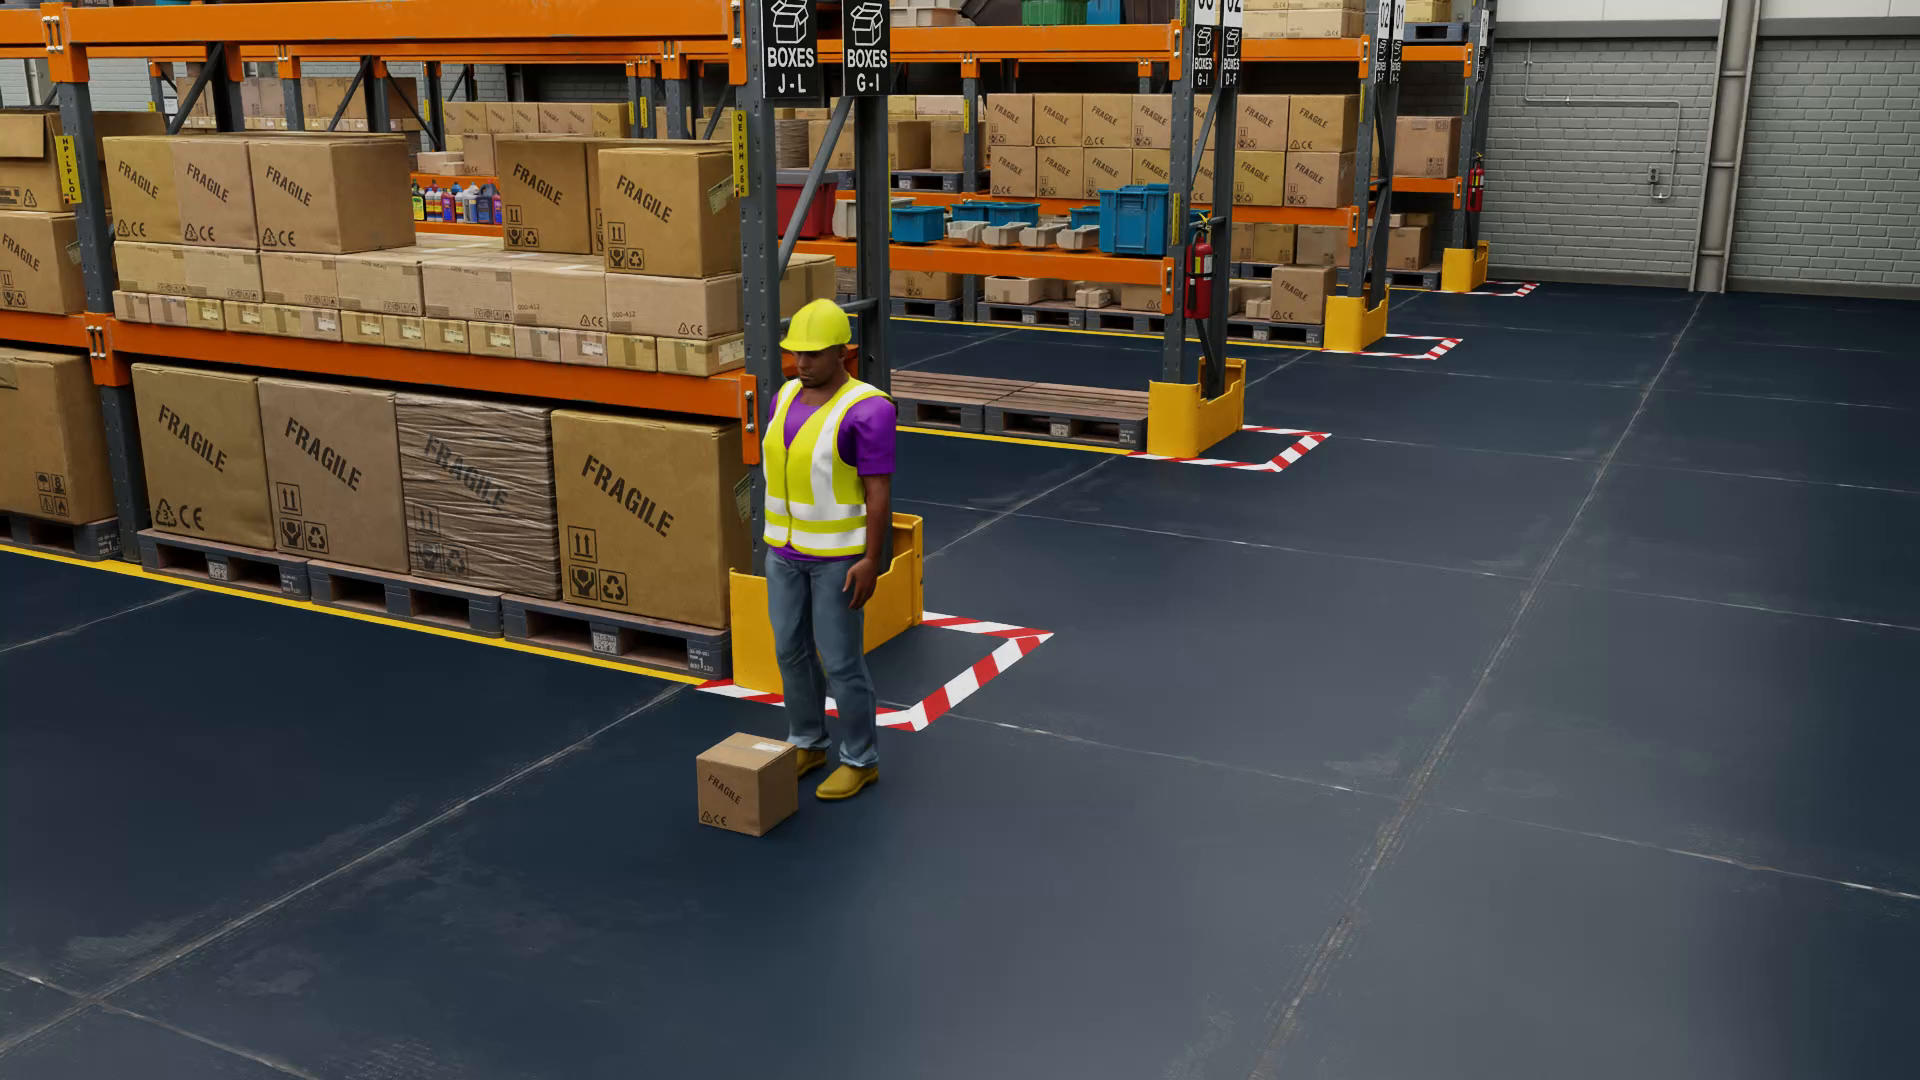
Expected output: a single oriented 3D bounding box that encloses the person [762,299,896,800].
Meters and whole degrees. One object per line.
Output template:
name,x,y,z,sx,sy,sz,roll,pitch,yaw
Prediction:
person,-0.482,0.035,5.869,0.565,1.760,0.365,12,20,37
